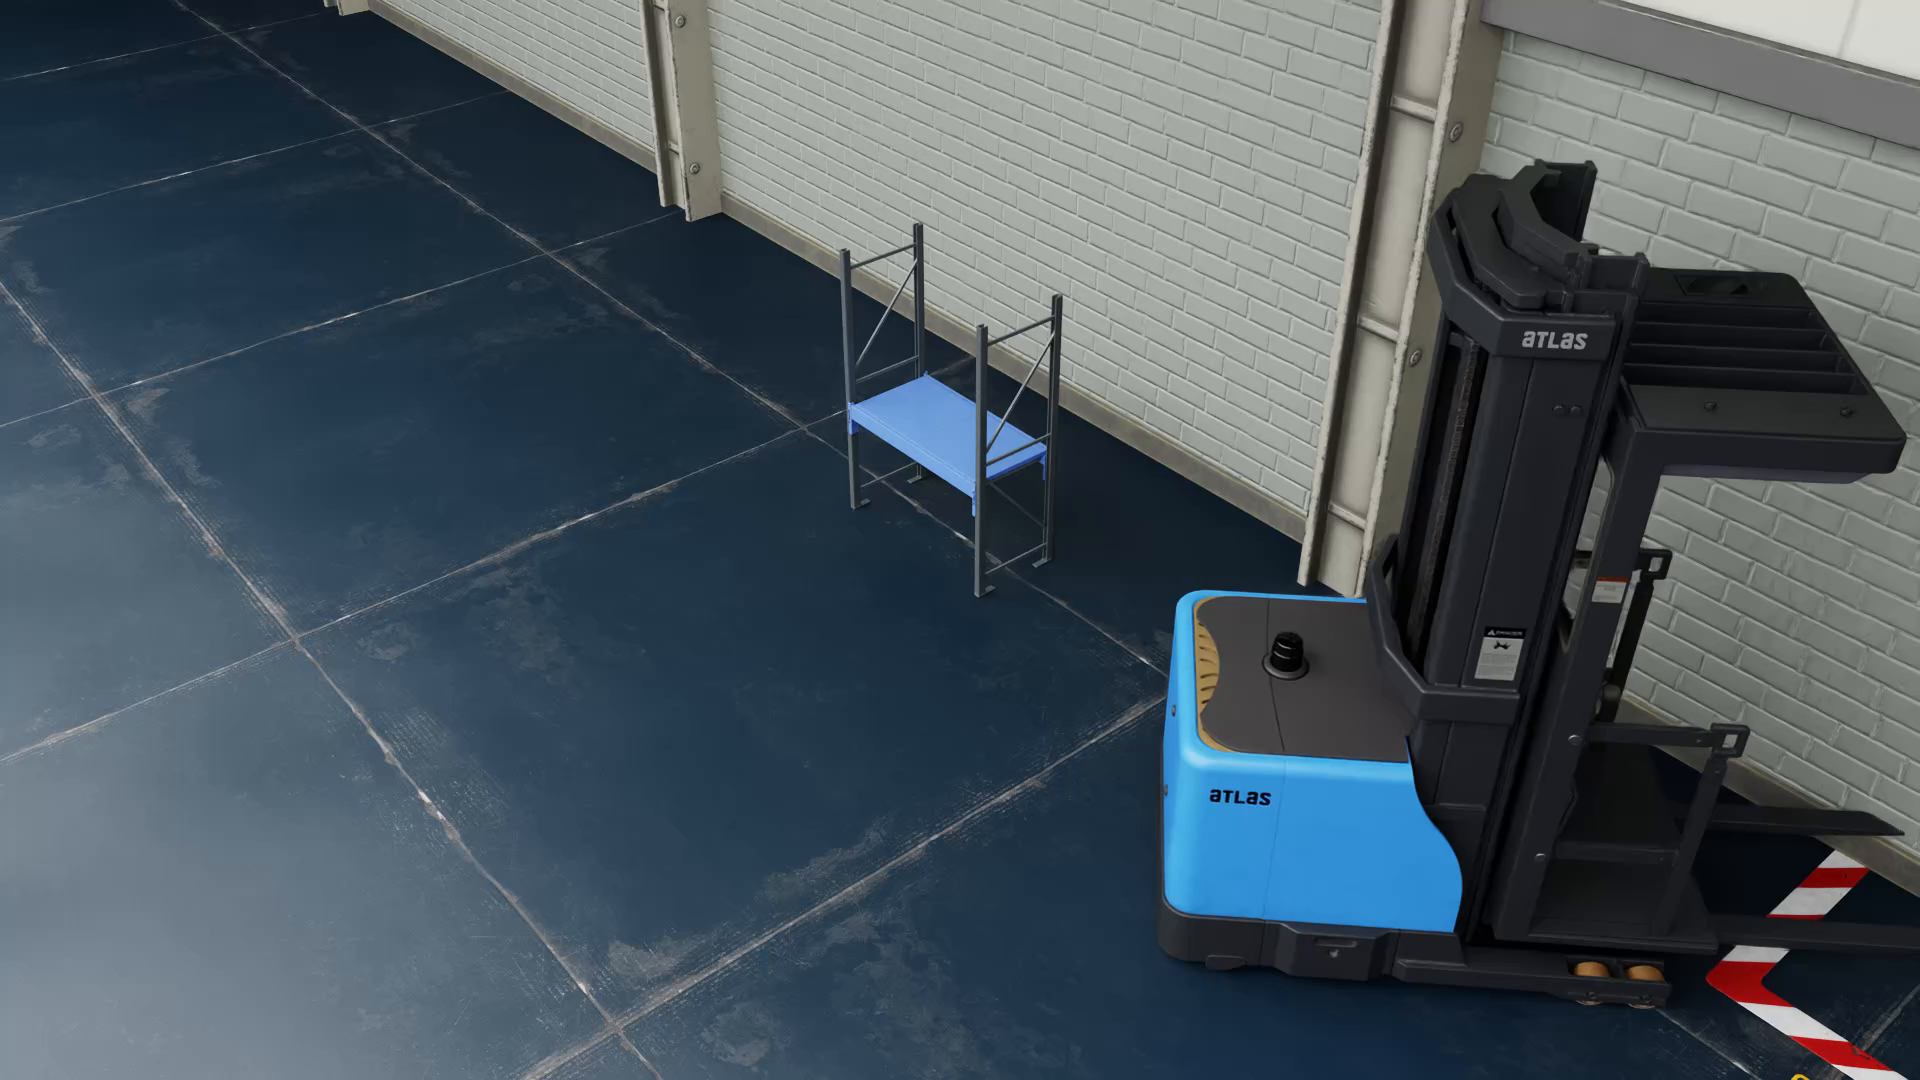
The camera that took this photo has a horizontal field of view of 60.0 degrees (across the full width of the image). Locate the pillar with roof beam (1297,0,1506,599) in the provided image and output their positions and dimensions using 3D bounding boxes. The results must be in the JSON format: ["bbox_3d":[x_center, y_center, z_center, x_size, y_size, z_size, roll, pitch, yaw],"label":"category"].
[{"bbox_3d":[-1.352,-1.829,3.448,9.100,9.000,0.400,-26,43,-32],"label":"pillar with roof beam"}]

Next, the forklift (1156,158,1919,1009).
[{"bbox_3d":[2.303,0.224,5.798,3.031,2.935,1.130,3,35,4],"label":"forklift"}]

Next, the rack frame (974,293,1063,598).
[{"bbox_3d":[0.273,-0.425,7.954,0.500,1.500,0.032,-26,43,-32],"label":"rack frame"}]

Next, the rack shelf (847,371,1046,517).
[{"bbox_3d":[-0.055,-0.503,8.375,0.538,0.185,1.000,-26,43,-32],"label":"rack shelf"}]

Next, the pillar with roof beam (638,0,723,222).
[{"bbox_3d":[-5.224,-4.478,7.188,9.100,9.000,0.400,-26,43,-32],"label":"pillar with roof beam"}]

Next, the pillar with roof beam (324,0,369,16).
[{"bbox_3d":[-9.096,-7.127,10.928,9.100,9.000,0.400,-26,43,-32],"label":"pillar with roof beam"}]

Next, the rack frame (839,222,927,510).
[{"bbox_3d":[-0.383,-0.874,8.588,0.500,1.500,0.032,-26,43,-32],"label":"rack frame"}]

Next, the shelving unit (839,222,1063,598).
[{"bbox_3d":[-0.055,-0.650,8.271,0.538,1.500,1.048,-26,43,-32],"label":"shelving unit"}]
